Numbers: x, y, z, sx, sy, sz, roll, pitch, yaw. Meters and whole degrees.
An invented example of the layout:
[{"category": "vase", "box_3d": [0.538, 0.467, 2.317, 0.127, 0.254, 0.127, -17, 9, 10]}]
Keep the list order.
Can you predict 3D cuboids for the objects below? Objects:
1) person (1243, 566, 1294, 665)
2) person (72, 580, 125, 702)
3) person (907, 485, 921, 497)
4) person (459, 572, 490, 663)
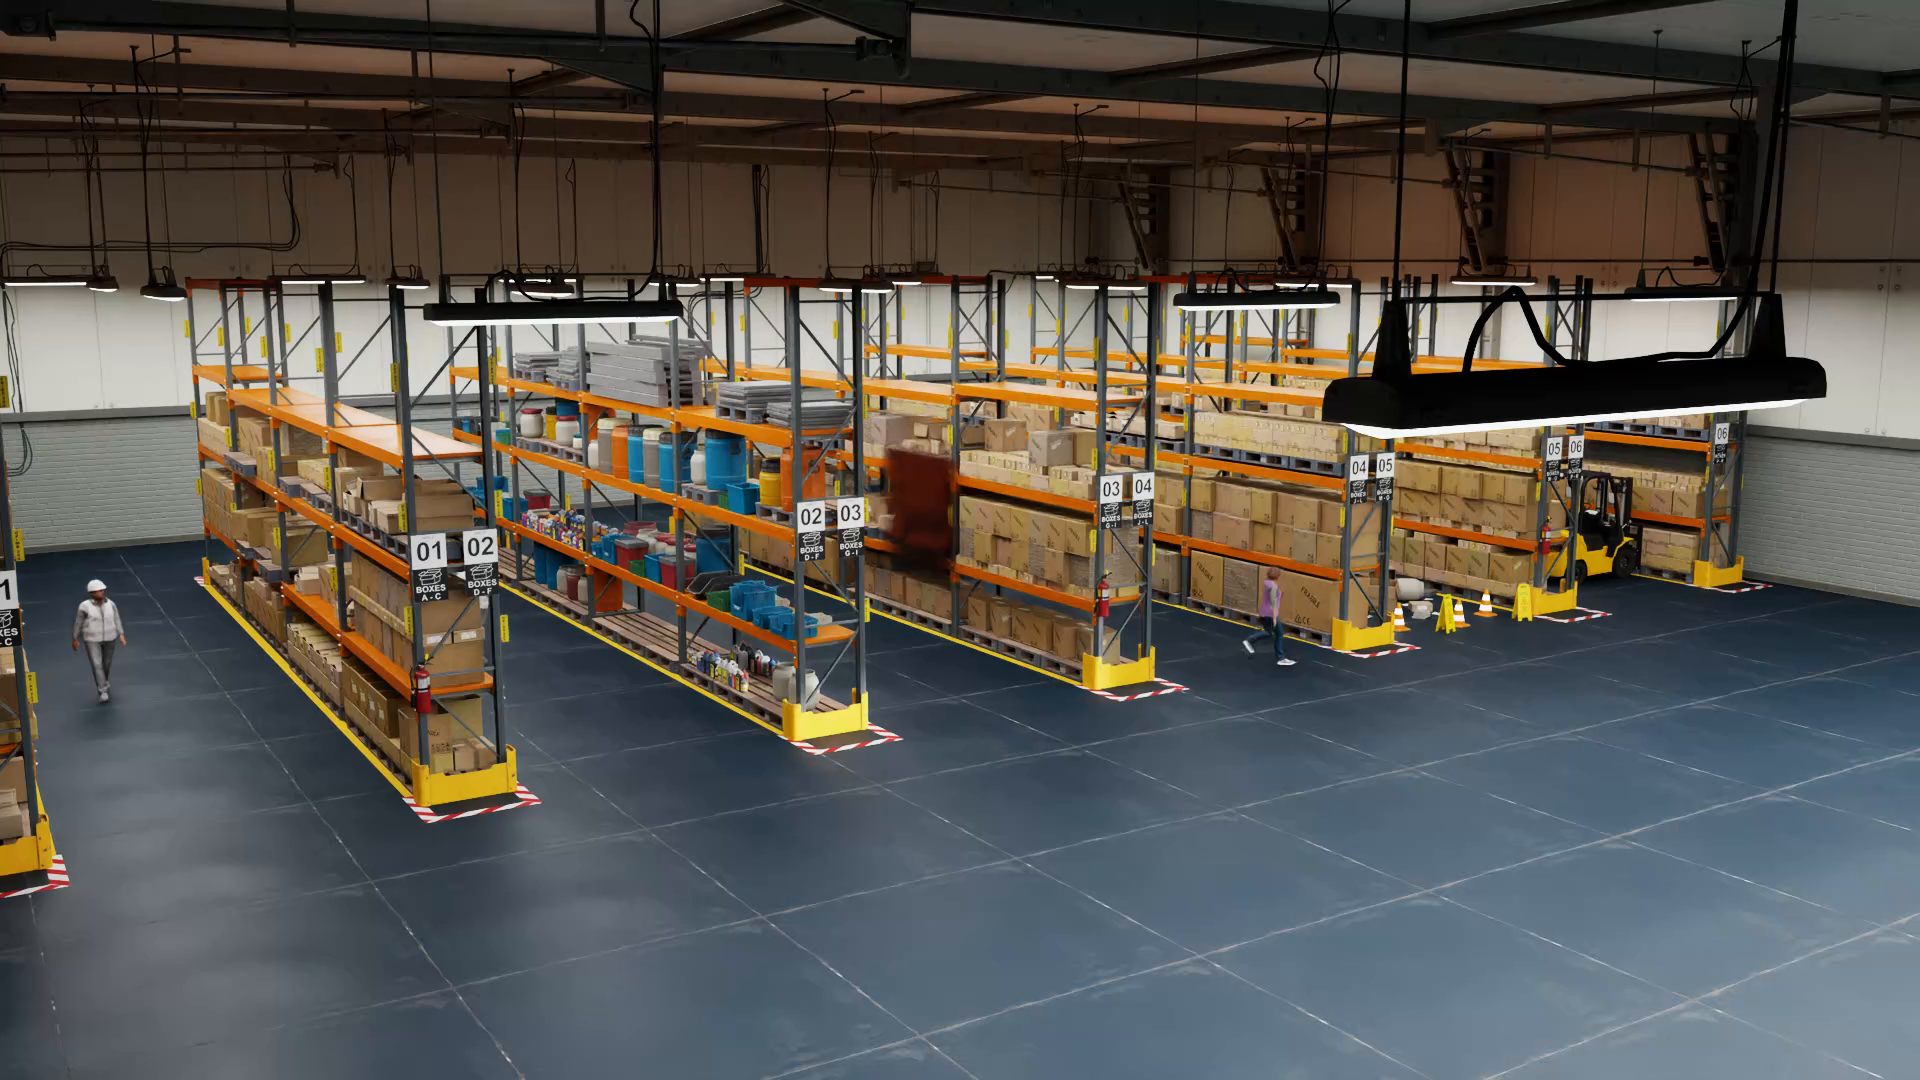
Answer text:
[{"category": "person", "box_3d": [4.857, 1.184, 26.202, 0.797, 1.562, 0.456, -2, 10, -11]}, {"category": "person", "box_3d": [-12.549, 1.429, 24.233, 0.640, 1.715, 1.079, -8, 13, -41]}, {"category": "person", "box_3d": [-1.166, -1.821, 43.721, 0.529, 1.703, 0.421, 7, 12, 36]}, {"category": "person", "box_3d": [-7.672, 1.052, 26.431, 0.669, 1.695, 1.067, -8, 13, -41]}]
